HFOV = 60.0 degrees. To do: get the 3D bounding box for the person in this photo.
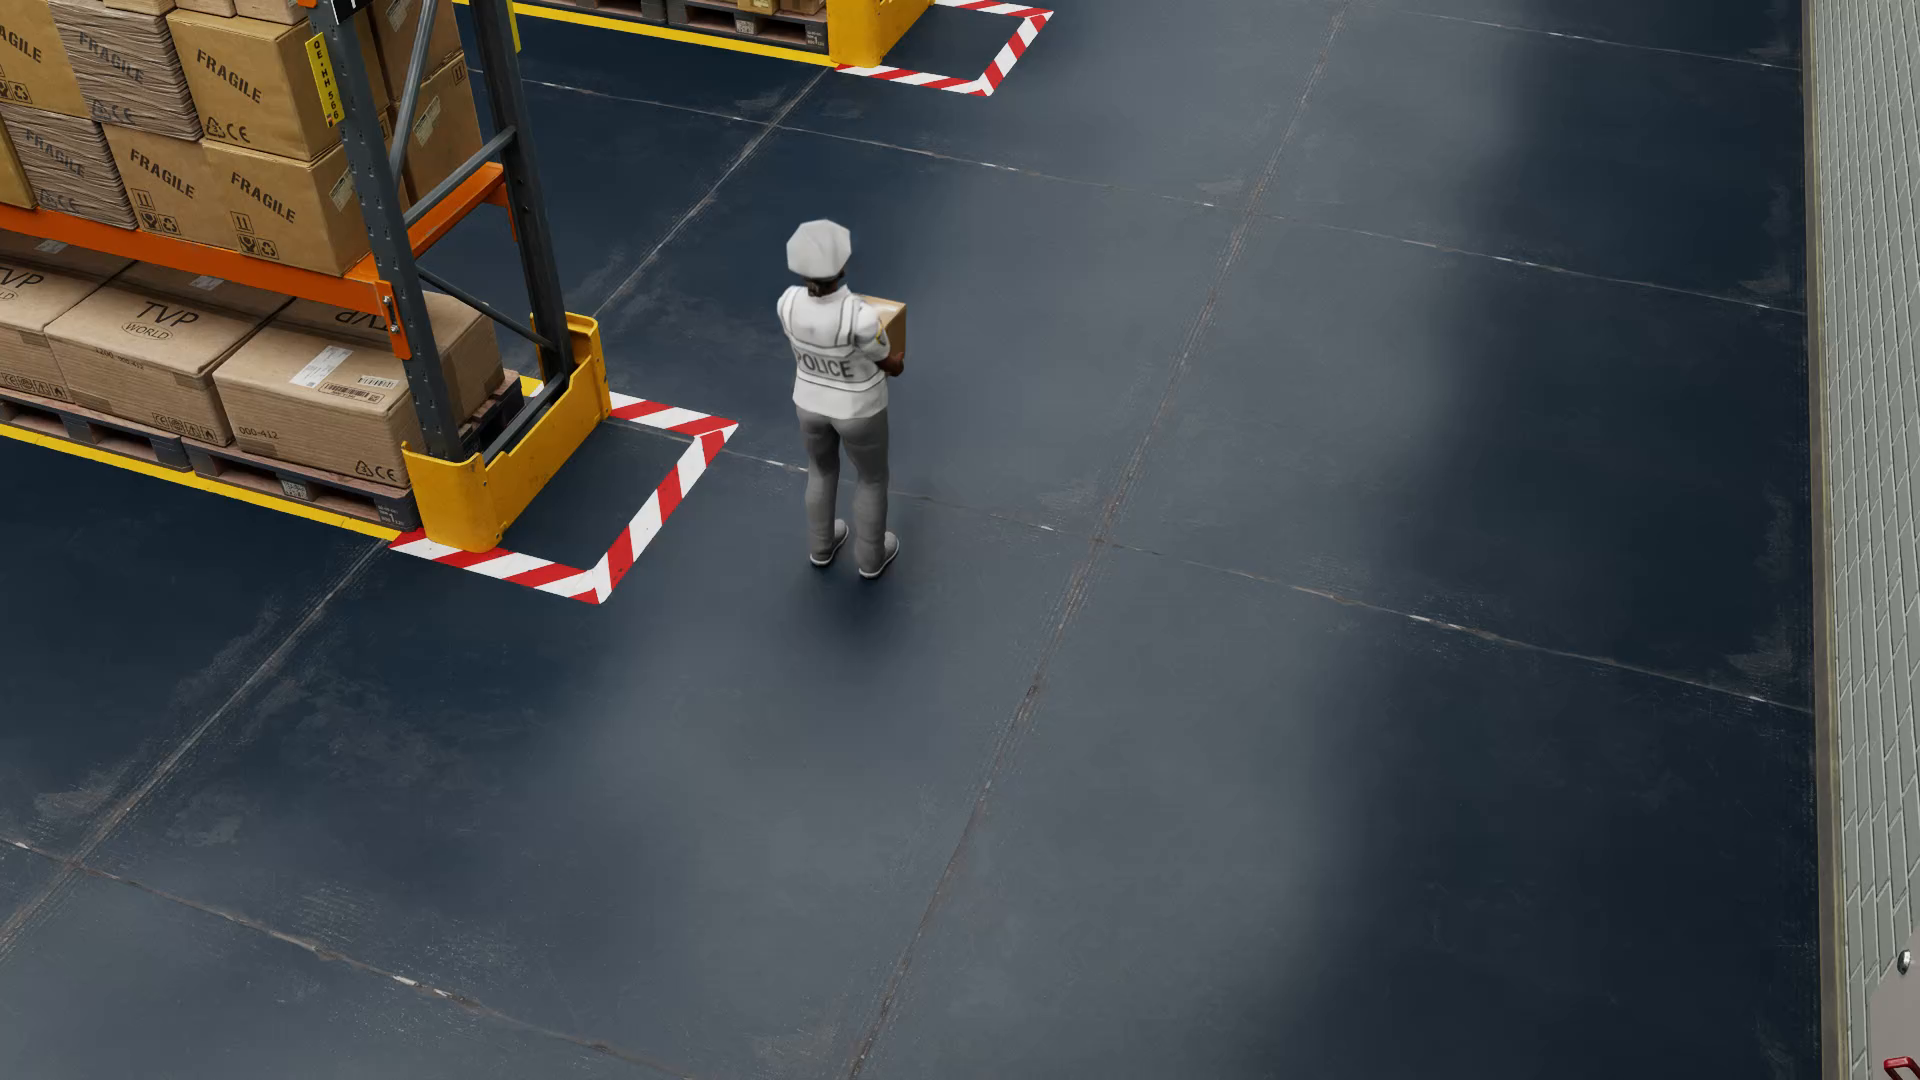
[{"bbox_3d":[-0.454,-0.600,6.813,0.450,1.687,0.537,14,44,16],"label":"person"}]
